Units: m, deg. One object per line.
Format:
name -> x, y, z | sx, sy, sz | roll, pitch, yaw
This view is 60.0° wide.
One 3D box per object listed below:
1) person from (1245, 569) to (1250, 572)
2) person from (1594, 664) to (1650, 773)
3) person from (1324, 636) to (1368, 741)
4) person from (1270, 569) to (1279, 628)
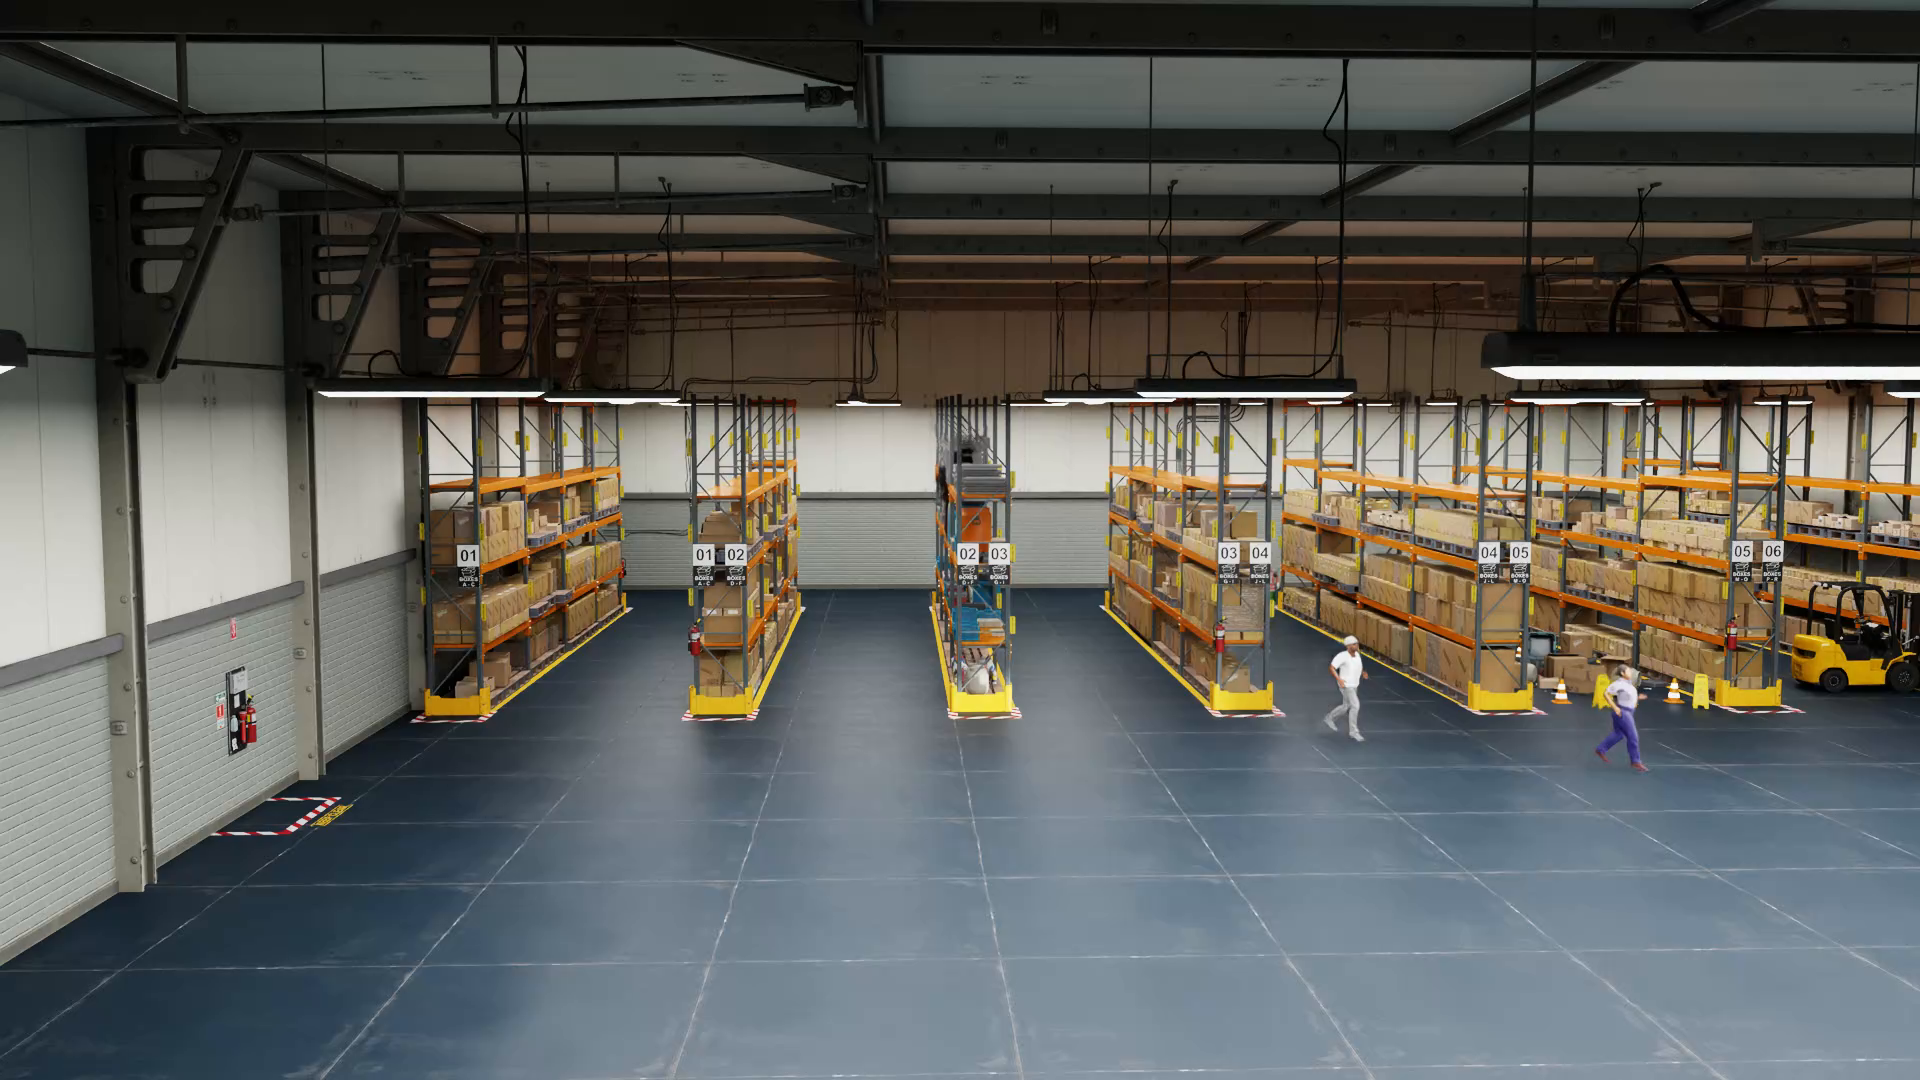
person -> 7.983, 1.205, 47.103 | 0.672, 1.625, 0.557 | 2, 5, 27
person -> 10.540, 2.806, 26.442 | 0.895, 1.671, 0.594 | 3, 5, 33
person -> 6.740, 2.559, 29.007 | 0.850, 1.803, 0.682 | 4, 6, 41
person -> 8.121, 1.388, 43.929 | 0.665, 1.812, 0.813 | 0, 5, 3
